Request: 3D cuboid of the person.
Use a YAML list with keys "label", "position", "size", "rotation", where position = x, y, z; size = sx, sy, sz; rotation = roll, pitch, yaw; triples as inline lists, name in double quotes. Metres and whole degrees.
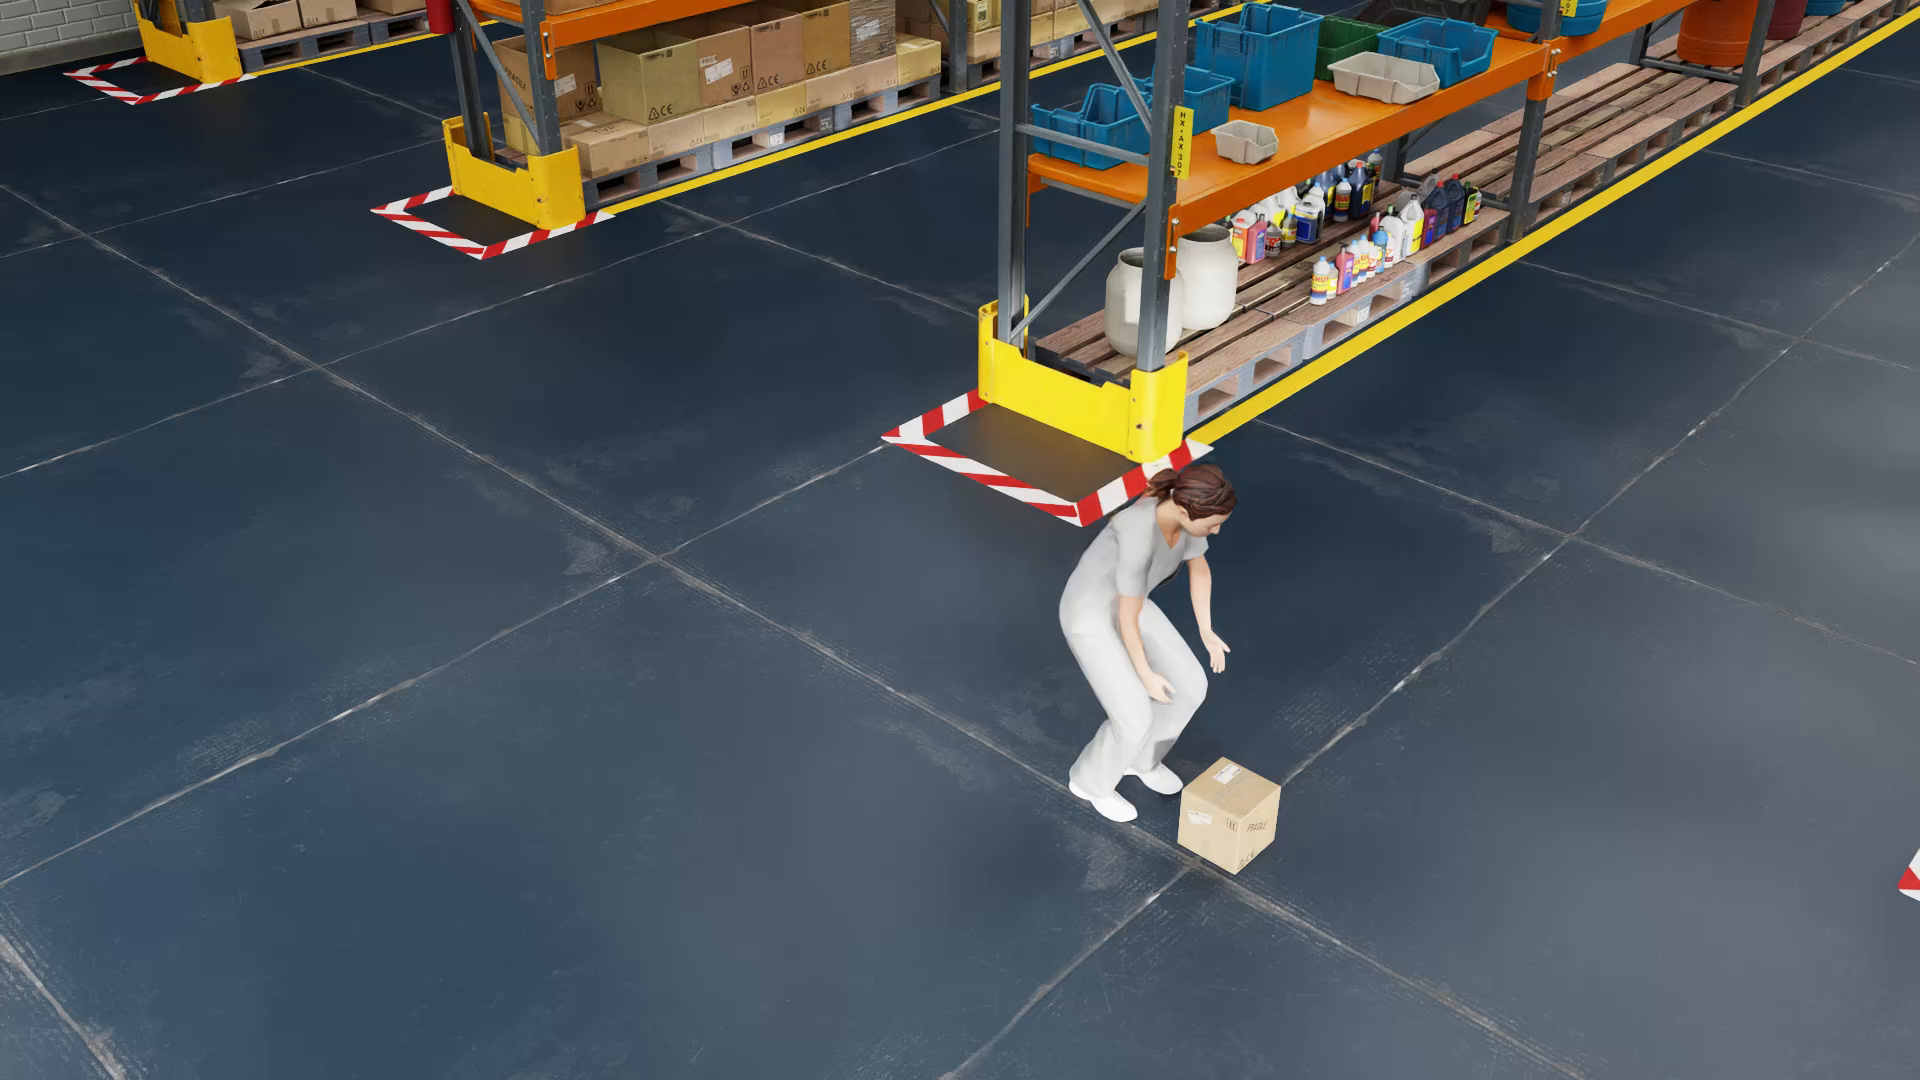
- label: "person"
  position: [0.657, 0.316, 5.847]
  size: [0.596, 1.444, 0.489]
  rotation: [26, 40, 35]
